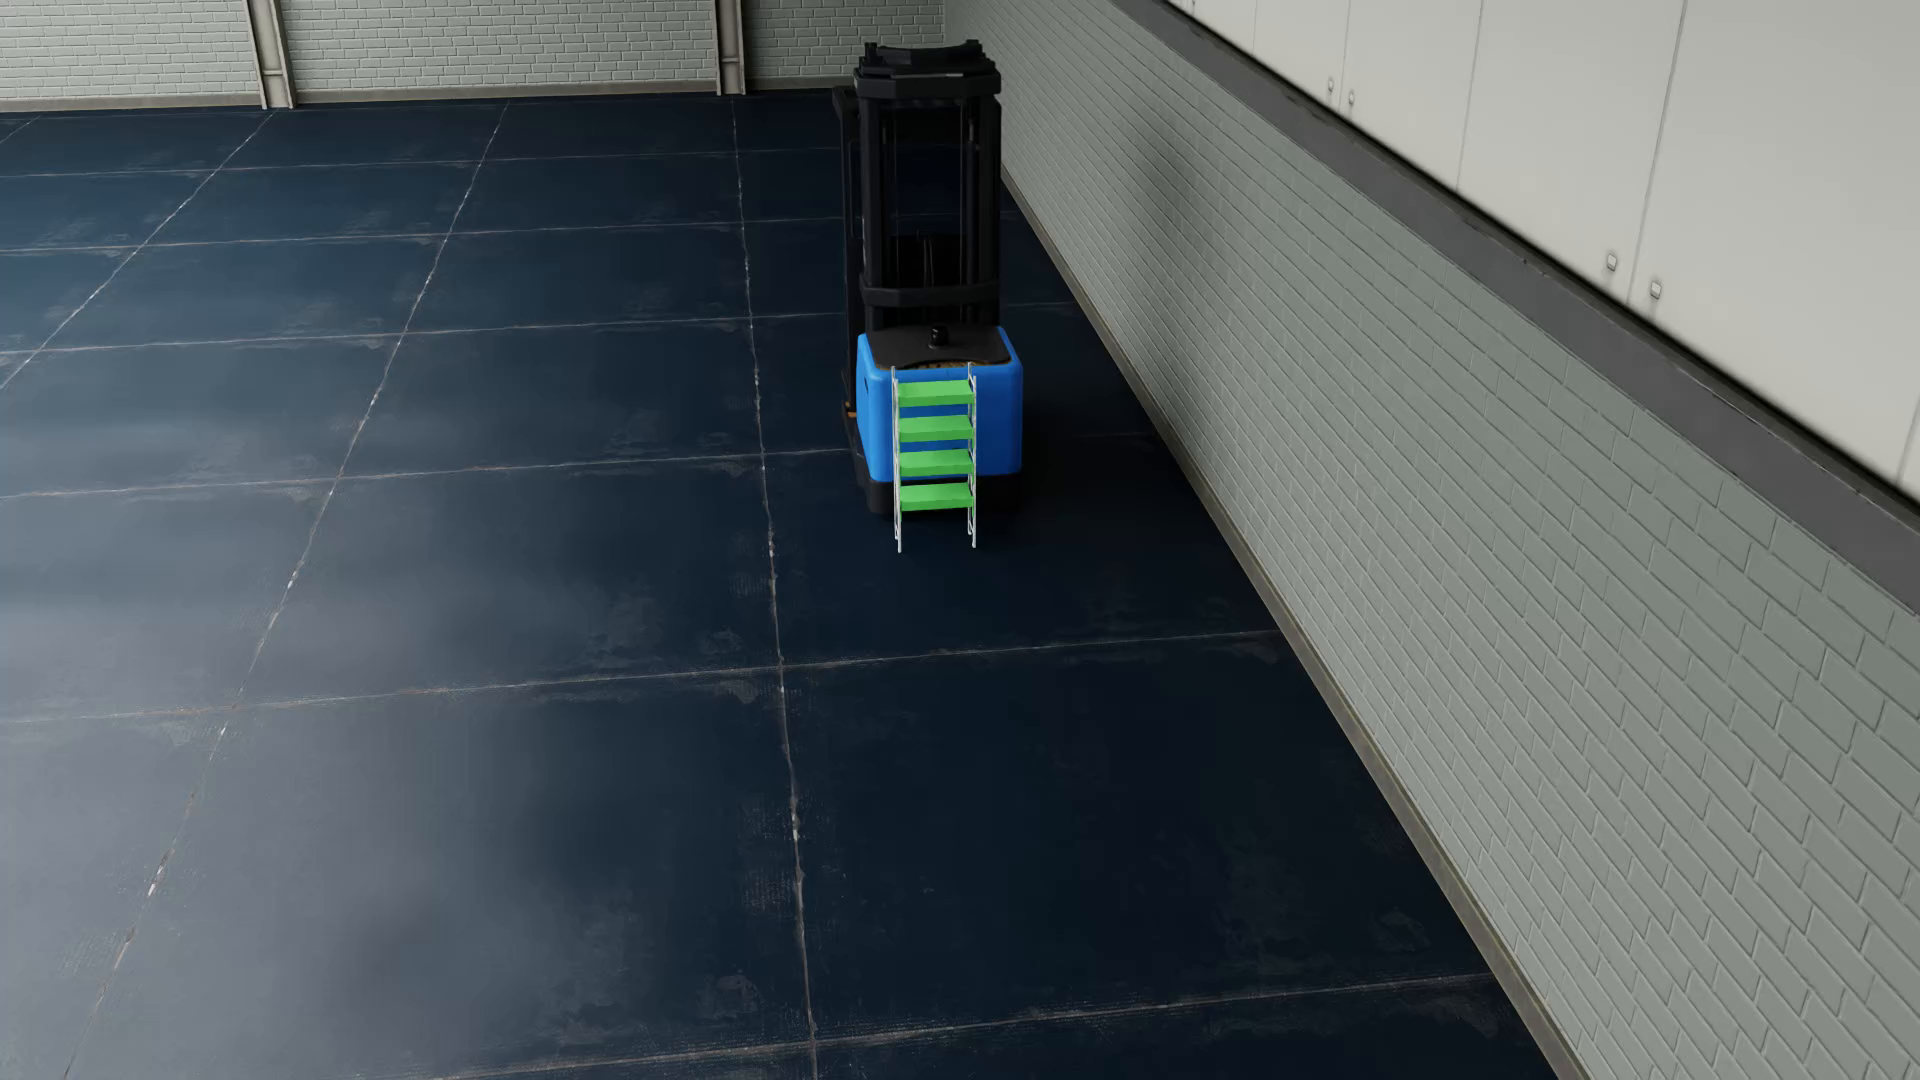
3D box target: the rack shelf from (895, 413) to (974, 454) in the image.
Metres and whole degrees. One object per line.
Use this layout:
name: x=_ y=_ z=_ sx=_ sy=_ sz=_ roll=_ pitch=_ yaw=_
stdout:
rack shelf: x=-0.164 y=-0.680 z=10.578 sx=0.480 sy=0.148 sz=0.258 roll=-4 pitch=27 yaw=-7

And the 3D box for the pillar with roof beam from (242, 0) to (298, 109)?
pillar with roof beam: x=-8.506 y=-7.875 z=16.442 sx=0.400 sy=9.000 sz=9.100 roll=-4 pitch=27 yaw=-7

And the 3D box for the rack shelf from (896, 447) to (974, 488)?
rack shelf: x=-0.164 y=-0.466 z=10.687 sx=0.480 sy=0.148 sz=0.258 roll=-4 pitch=27 yaw=-7

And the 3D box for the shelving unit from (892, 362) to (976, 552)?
shelving unit: x=-0.164 y=-0.523 z=10.658 sx=0.503 sy=1.200 sz=0.258 roll=-4 pitch=27 yaw=-7

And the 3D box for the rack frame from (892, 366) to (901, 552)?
rack frame: x=-0.406 y=-0.508 z=10.628 sx=0.015 sy=1.200 sz=0.240 roll=-4 pitch=27 yaw=-7

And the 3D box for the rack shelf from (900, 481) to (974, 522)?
rack shelf: x=-0.164 y=-0.253 z=10.797 sx=0.480 sy=0.148 sz=0.258 roll=-4 pitch=27 yaw=-7

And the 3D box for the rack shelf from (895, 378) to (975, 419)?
rack shelf: x=-0.164 y=-0.894 z=10.468 sx=0.480 sy=0.148 sz=0.258 roll=-4 pitch=27 yaw=-7

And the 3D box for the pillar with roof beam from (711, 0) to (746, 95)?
pillar with roof beam: x=-2.565 y=-8.256 z=17.186 sx=0.400 sy=9.000 sz=9.100 roll=-4 pitch=27 yaw=-7

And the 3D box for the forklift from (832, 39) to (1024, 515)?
forklift: x=-0.301 y=-2.117 z=11.868 sx=1.130 sy=2.935 sz=3.031 roll=-4 pitch=27 yaw=-8

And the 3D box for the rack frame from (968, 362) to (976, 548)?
rack frame: x=0.078 y=-0.539 z=10.688 sx=0.015 sy=1.200 sz=0.240 roll=-4 pitch=27 yaw=-7
